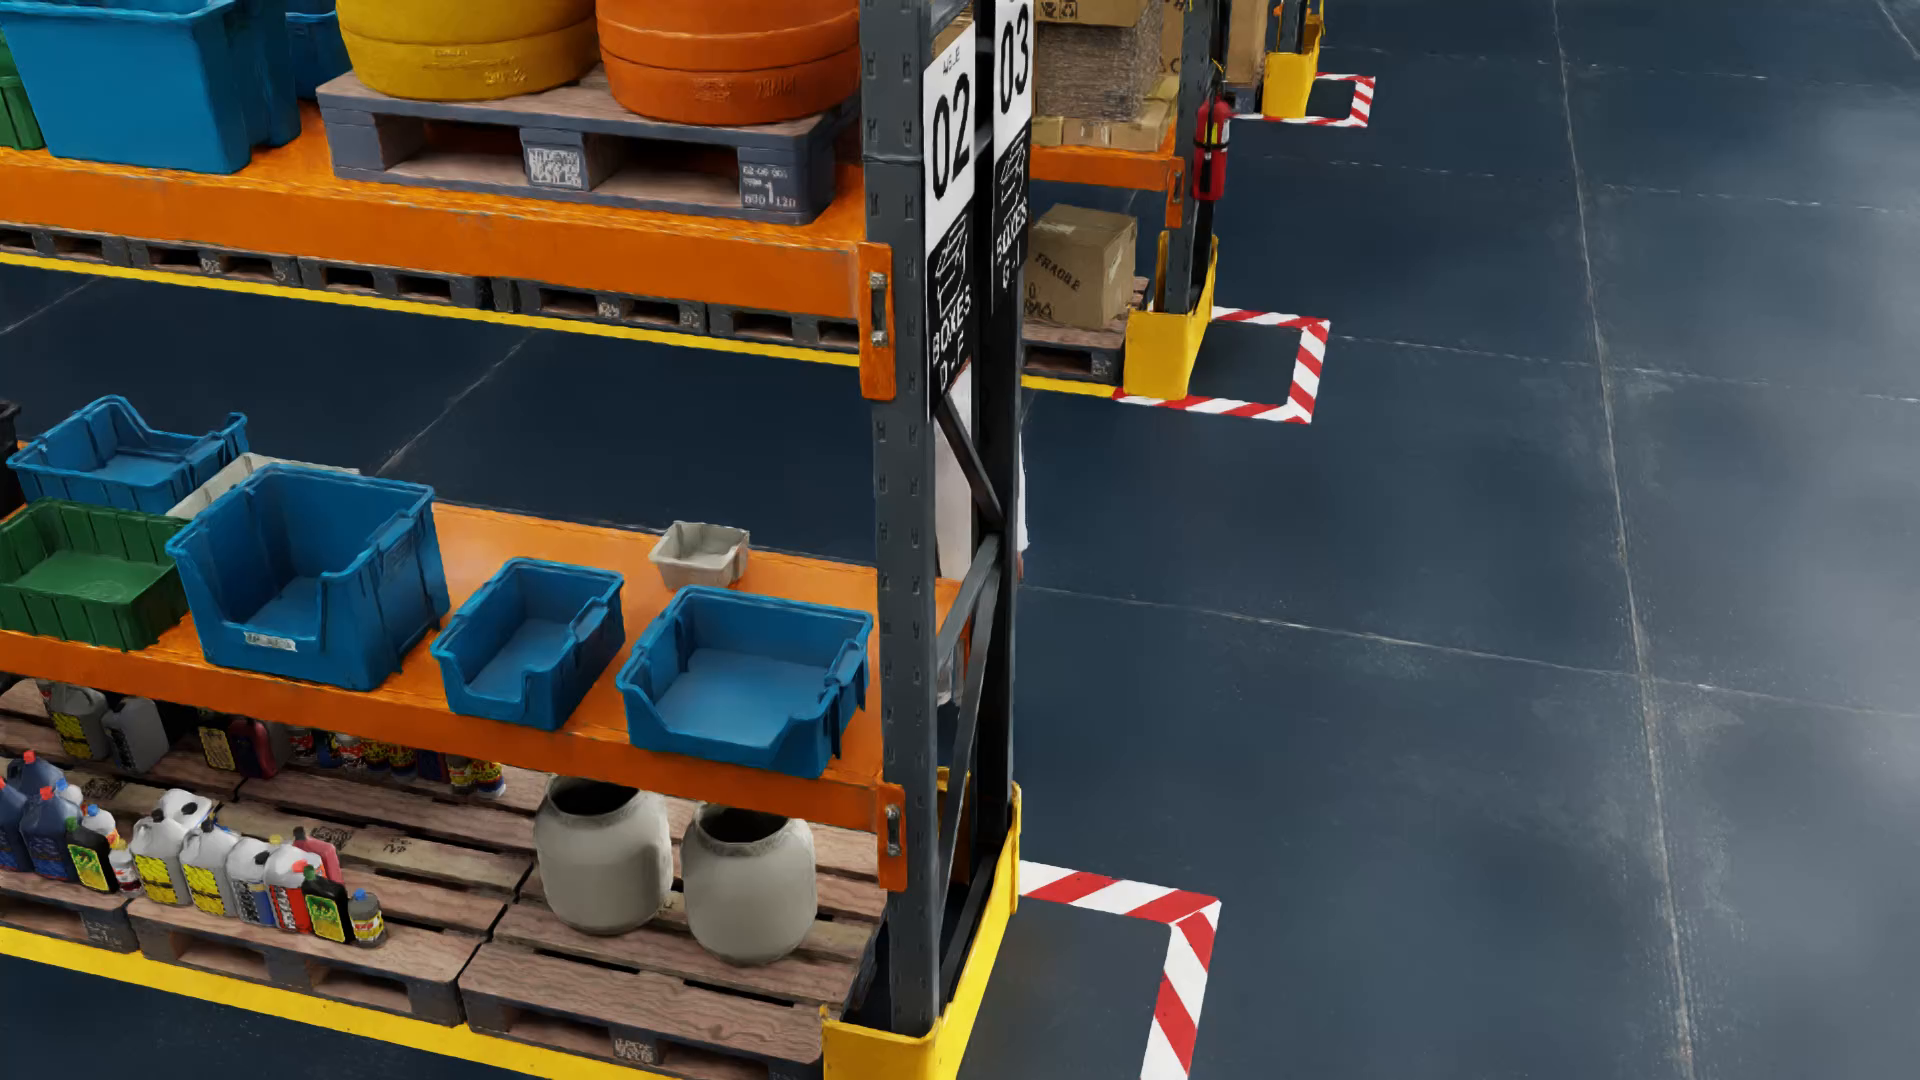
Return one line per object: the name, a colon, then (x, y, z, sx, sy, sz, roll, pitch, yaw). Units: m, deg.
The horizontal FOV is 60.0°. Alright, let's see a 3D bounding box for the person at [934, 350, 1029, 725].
person: (-0.067, -0.038, 6.164, 0.672, 1.783, 0.478, 26, 41, 35)
